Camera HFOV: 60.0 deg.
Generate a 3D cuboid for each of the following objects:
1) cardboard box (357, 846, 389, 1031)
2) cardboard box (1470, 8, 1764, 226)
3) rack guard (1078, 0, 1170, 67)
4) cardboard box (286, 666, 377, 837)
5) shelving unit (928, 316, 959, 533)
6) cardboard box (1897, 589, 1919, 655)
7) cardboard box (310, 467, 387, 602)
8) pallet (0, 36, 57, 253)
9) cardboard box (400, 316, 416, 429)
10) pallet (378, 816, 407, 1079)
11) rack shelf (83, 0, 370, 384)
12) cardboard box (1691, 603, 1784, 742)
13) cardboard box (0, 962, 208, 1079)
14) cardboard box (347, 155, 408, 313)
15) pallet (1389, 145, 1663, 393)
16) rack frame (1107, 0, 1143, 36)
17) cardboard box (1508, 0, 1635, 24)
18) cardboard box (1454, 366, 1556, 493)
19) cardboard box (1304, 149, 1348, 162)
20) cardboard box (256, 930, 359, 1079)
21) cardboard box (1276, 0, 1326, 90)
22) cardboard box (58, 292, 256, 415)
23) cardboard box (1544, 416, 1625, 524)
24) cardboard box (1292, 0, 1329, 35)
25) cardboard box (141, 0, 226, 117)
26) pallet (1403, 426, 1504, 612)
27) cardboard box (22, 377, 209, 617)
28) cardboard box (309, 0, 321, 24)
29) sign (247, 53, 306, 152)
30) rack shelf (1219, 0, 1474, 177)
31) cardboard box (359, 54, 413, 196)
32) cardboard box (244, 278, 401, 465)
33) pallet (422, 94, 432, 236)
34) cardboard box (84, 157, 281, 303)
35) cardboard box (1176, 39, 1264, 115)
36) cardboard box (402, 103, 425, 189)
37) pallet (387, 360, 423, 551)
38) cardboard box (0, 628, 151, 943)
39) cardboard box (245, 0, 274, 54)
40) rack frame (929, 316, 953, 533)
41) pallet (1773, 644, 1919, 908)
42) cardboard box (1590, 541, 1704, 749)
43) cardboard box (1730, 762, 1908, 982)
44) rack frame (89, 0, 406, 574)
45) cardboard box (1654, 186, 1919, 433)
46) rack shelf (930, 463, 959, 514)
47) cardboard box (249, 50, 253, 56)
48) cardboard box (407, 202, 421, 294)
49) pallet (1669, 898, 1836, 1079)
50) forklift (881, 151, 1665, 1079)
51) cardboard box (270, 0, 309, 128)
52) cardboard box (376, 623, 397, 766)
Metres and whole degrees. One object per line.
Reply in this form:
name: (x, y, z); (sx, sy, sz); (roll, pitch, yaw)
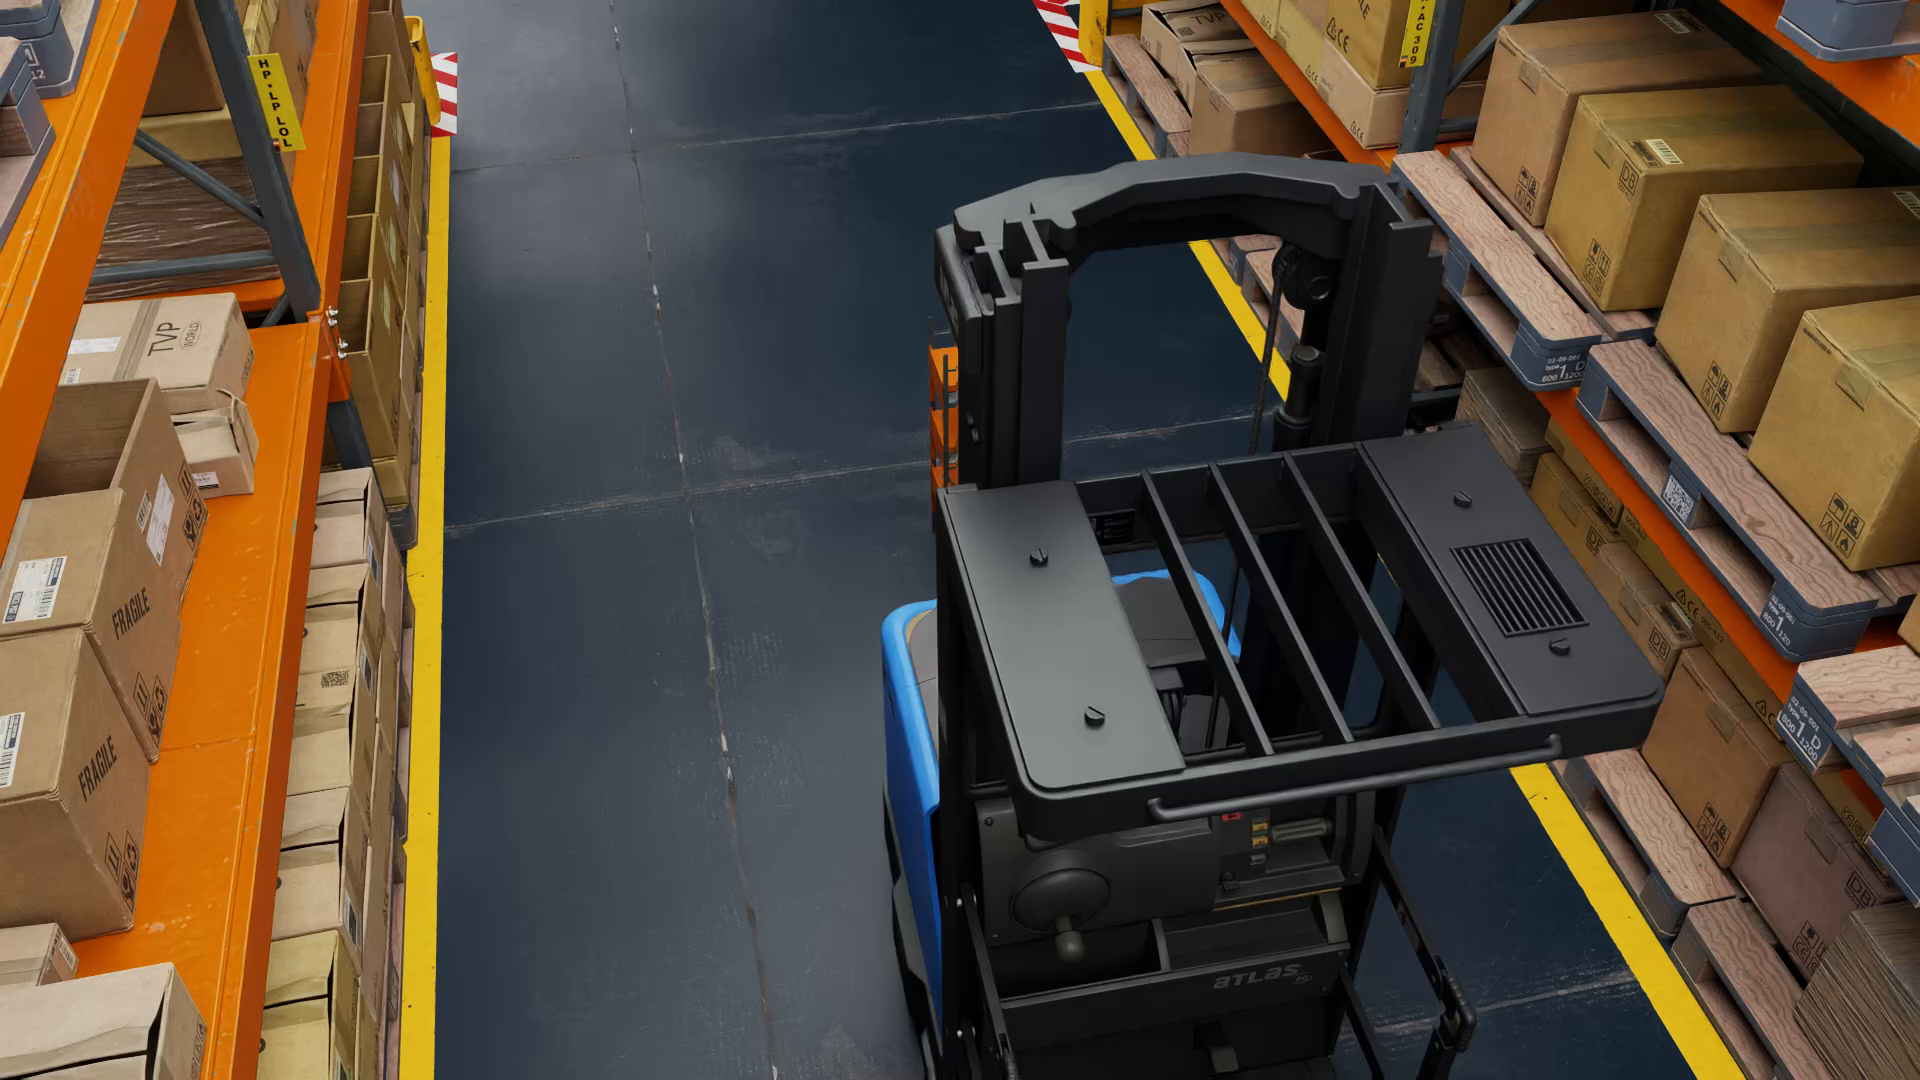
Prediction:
cardboard box: (-1.975, 1.206, 4.886); (0.500, 0.250, 0.500); (-8, 42, -8)
cardboard box: (2.239, -1.461, 5.730); (0.700, 0.500, 0.500); (-8, 42, -9)
rack guard: (1.315, -3.203, 9.981); (1.175, 0.500, 0.348); (-8, 42, -9)
cardboard box: (-2.083, 0.661, 5.078); (0.500, 0.311, 0.500); (-8, 42, -9)
shelving unit: (0.012, -0.358, 6.362); (0.215, 1.050, 0.252); (-8, 42, -9)
cardboard box: (2.767, 0.135, 3.931); (0.700, 0.500, 0.500); (-12, 43, -13)
cardboard box: (-2.307, 0.001, 5.822); (0.500, 0.311, 0.500); (-8, 42, -9)
pallet: (-2.289, -0.492, 2.927); (1.003, 0.211, 1.213); (-7, 42, -7)
cardboard box: (-2.581, -0.679, 7.011); (0.500, 0.250, 0.500); (-8, 42, -9)
pallet: (-2.210, 1.425, 4.985); (1.003, 0.211, 1.213); (-8, 42, -9)
rack shelf: (-3.106, -1.909, 7.183); (1.077, 0.370, 4.000); (-8, 42, -9)
cardboard box: (2.641, 0.318, 5.119); (0.500, 0.250, 0.500); (-9, 42, -9)
cardboard box: (-1.815, 1.137, 3.277); (0.500, 0.311, 0.500); (-9, 42, -10)
cardboard box: (-2.684, -1.285, 7.128); (0.500, 0.500, 0.500); (-8, 42, -9)
pallet: (2.185, -1.006, 5.768); (1.003, 0.211, 1.213); (-8, 42, -9)
rack frame: (1.299, -4.187, 9.207); (1.000, 3.000, 0.127); (-8, 42, -9)
cardboard box: (2.265, -2.160, 6.457); (0.500, 0.500, 0.500); (-9, 42, -10)
cardboard box: (2.337, -0.349, 6.435); (0.700, 0.500, 0.500); (-7, 42, -8)
cardboard box: (1.899, -1.491, 7.721); (0.500, 0.500, 0.500); (-11, 43, -12)
cardboard box: (-1.866, 1.321, 4.335); (0.500, 0.311, 0.500); (-9, 42, -10)
cardboard box: (1.664, -2.133, 6.992); (0.500, 0.250, 0.500); (-8, 42, -9)
cardboard box: (-2.525, -0.513, 5.181); (0.500, 0.250, 0.500); (-6, 42, -7)
cardboard box: (2.436, -0.345, 5.865); (0.500, 0.250, 0.500); (-9, 42, -10)
cardboard box: (1.645, -2.411, 6.739); (0.500, 0.500, 0.500); (-9, 42, -10)
cardboard box: (-2.776, -1.691, 5.343); (0.700, 0.500, 0.500); (-8, 42, -9)
pallet: (2.332, -0.047, 6.644); (1.003, 0.211, 1.213); (-8, 42, -9)
cardboard box: (-2.410, -0.078, 4.503); (0.500, 0.500, 0.500); (-6, 42, -6)
cardboard box: (-3.230, -2.545, 7.282); (0.700, 0.500, 0.500); (-8, 42, -9)
sign: (-2.146, -1.369, 5.220); (0.100, 0.325, 0.005); (-8, 42, -9)
rack shelf: (1.730, -2.621, 7.986); (1.077, 0.370, 4.000); (-8, 42, -9)
cardboard box: (-2.901, -1.933, 7.858); (0.500, 0.500, 0.500); (-8, 42, -9)
cardboard box: (-2.468, -0.636, 6.398); (0.500, 0.500, 0.500); (-8, 42, -9)
pallet: (-3.331, -1.942, 8.779); (1.003, 0.211, 1.213); (-8, 42, -9)
cardboard box: (-2.776, -1.206, 5.774); (0.700, 0.500, 0.500); (-9, 42, -10)
cardboard box: (1.483, -2.515, 9.018); (0.500, 0.311, 0.500); (-5, 42, -6)
cardboard box: (-3.014, -1.976, 8.471); (0.500, 0.250, 0.500); (-8, 42, -9)
pallet: (-2.805, -0.361, 6.997); (1.003, 0.211, 1.213); (-8, 42, -9)
cardboard box: (-2.189, 0.588, 3.752); (0.500, 0.500, 0.500); (-10, 43, -12)
cardboard box: (-2.713, -1.863, 6.026); (0.380, 0.149, 0.250); (-9, 42, -10)
rack frame: (-0.015, -0.437, 6.451); (0.200, 1.050, 0.008); (-8, 42, -9)
pallet: (2.768, 0.624, 3.932); (1.213, 0.211, 1.003); (-8, 42, -9)
cardboard box: (2.568, 0.315, 5.687); (0.700, 0.500, 0.500); (-8, 42, -9)
cardboard box: (2.821, 0.959, 4.961); (0.700, 0.500, 0.500); (-8, 42, -9)
rack frame: (-2.674, -0.882, 5.484); (1.000, 3.000, 0.127); (-8, 42, -9)
cardboard box: (2.525, -0.676, 4.845); (0.700, 0.500, 0.500); (-3, 42, -3)
rack shelf: (0.012, -0.142, 6.554); (0.215, 0.259, 0.240); (-8, 42, -9)
cardboard box: (-2.597, -1.526, 5.646); (0.380, 0.149, 0.250); (-8, 42, -9)
cardboard box: (-2.798, -1.328, 7.741); (0.500, 0.250, 0.500); (-8, 42, -9)
pallet: (2.858, 1.535, 4.862); (1.003, 0.211, 1.213); (-8, 42, -9)
forklift: (0.545, 0.798, 3.643); (1.130, 2.935, 3.031); (-8, 42, -8)
cardboard box: (-3.001, -1.873, 6.525); (0.700, 0.500, 0.500); (-8, 42, -9)
cardboard box: (-2.194, 0.545, 5.632); (0.500, 0.250, 0.500); (-9, 42, -10)
